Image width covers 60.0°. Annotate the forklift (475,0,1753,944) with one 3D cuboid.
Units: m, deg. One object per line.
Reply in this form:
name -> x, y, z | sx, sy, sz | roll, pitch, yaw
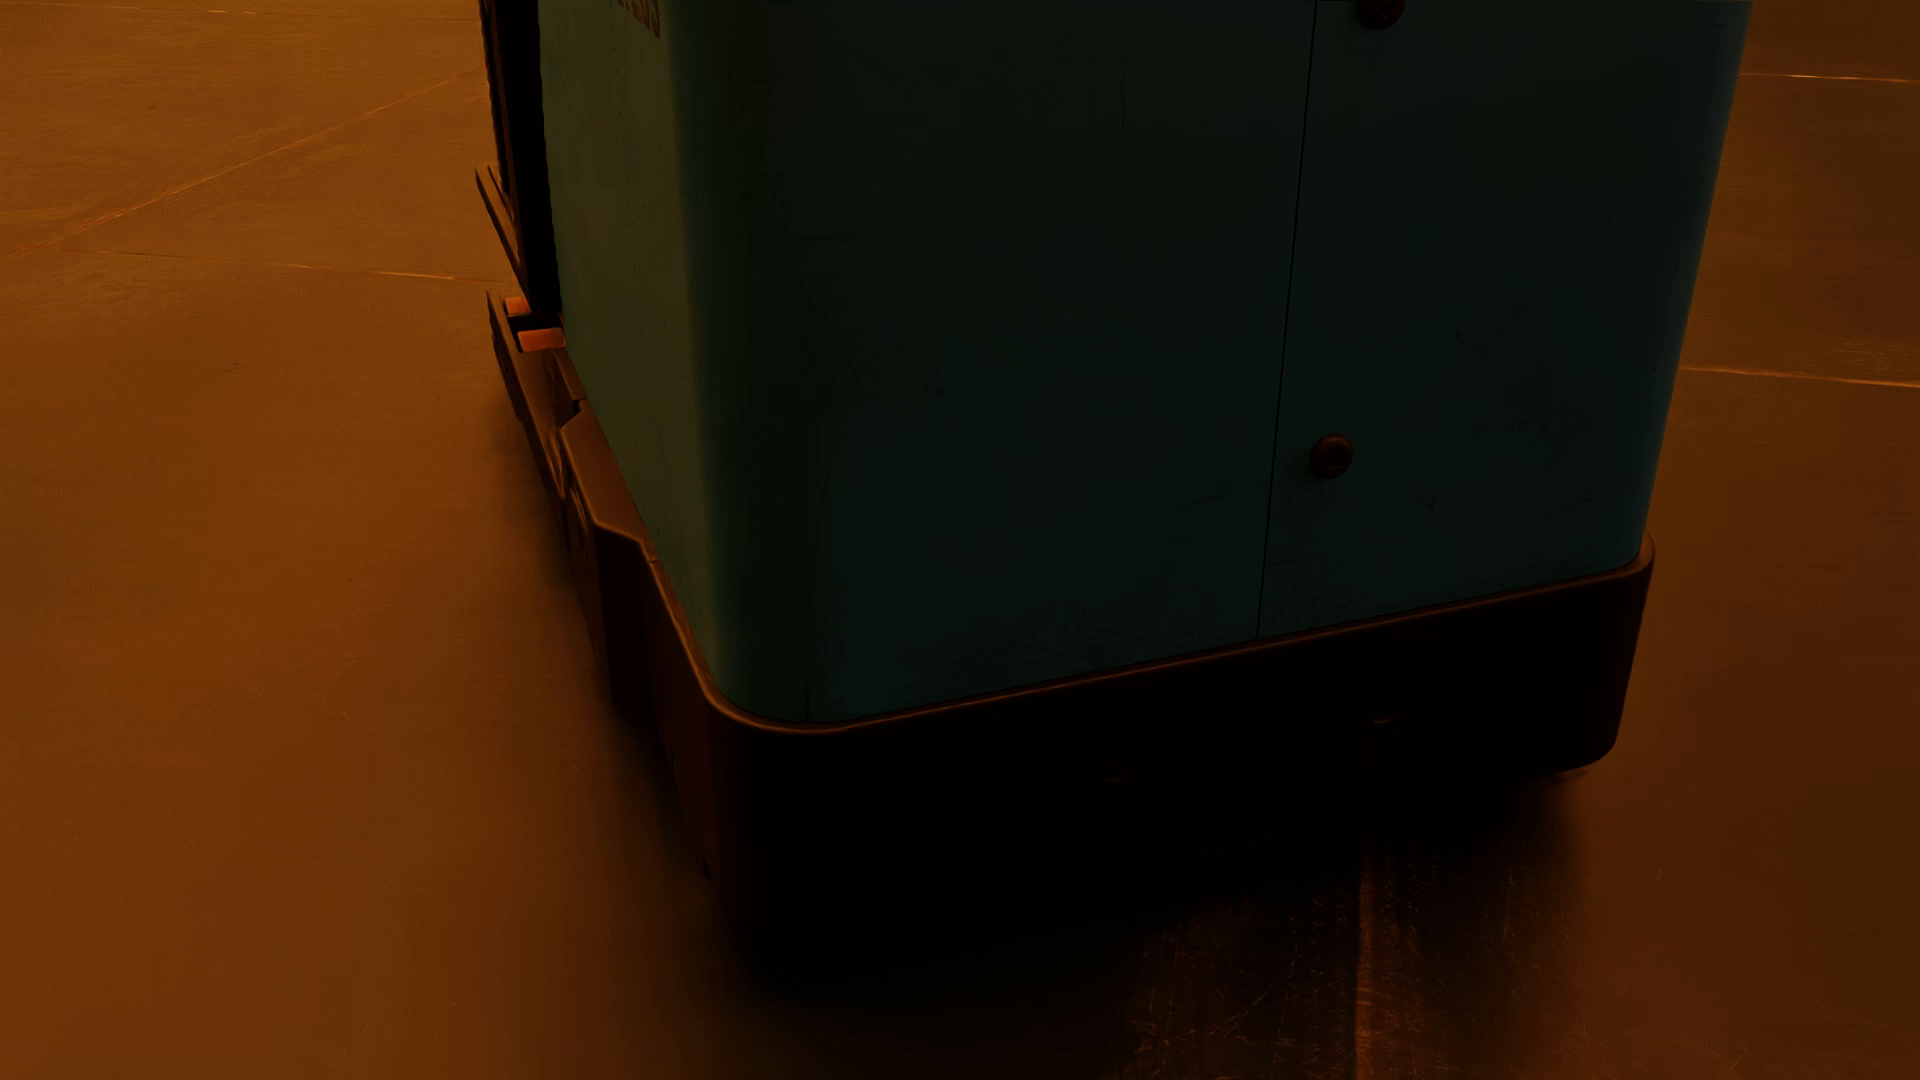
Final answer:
forklift -> -0.228, -1.568, 2.354 | 1.130, 2.935, 3.031 | -9, 28, -18
